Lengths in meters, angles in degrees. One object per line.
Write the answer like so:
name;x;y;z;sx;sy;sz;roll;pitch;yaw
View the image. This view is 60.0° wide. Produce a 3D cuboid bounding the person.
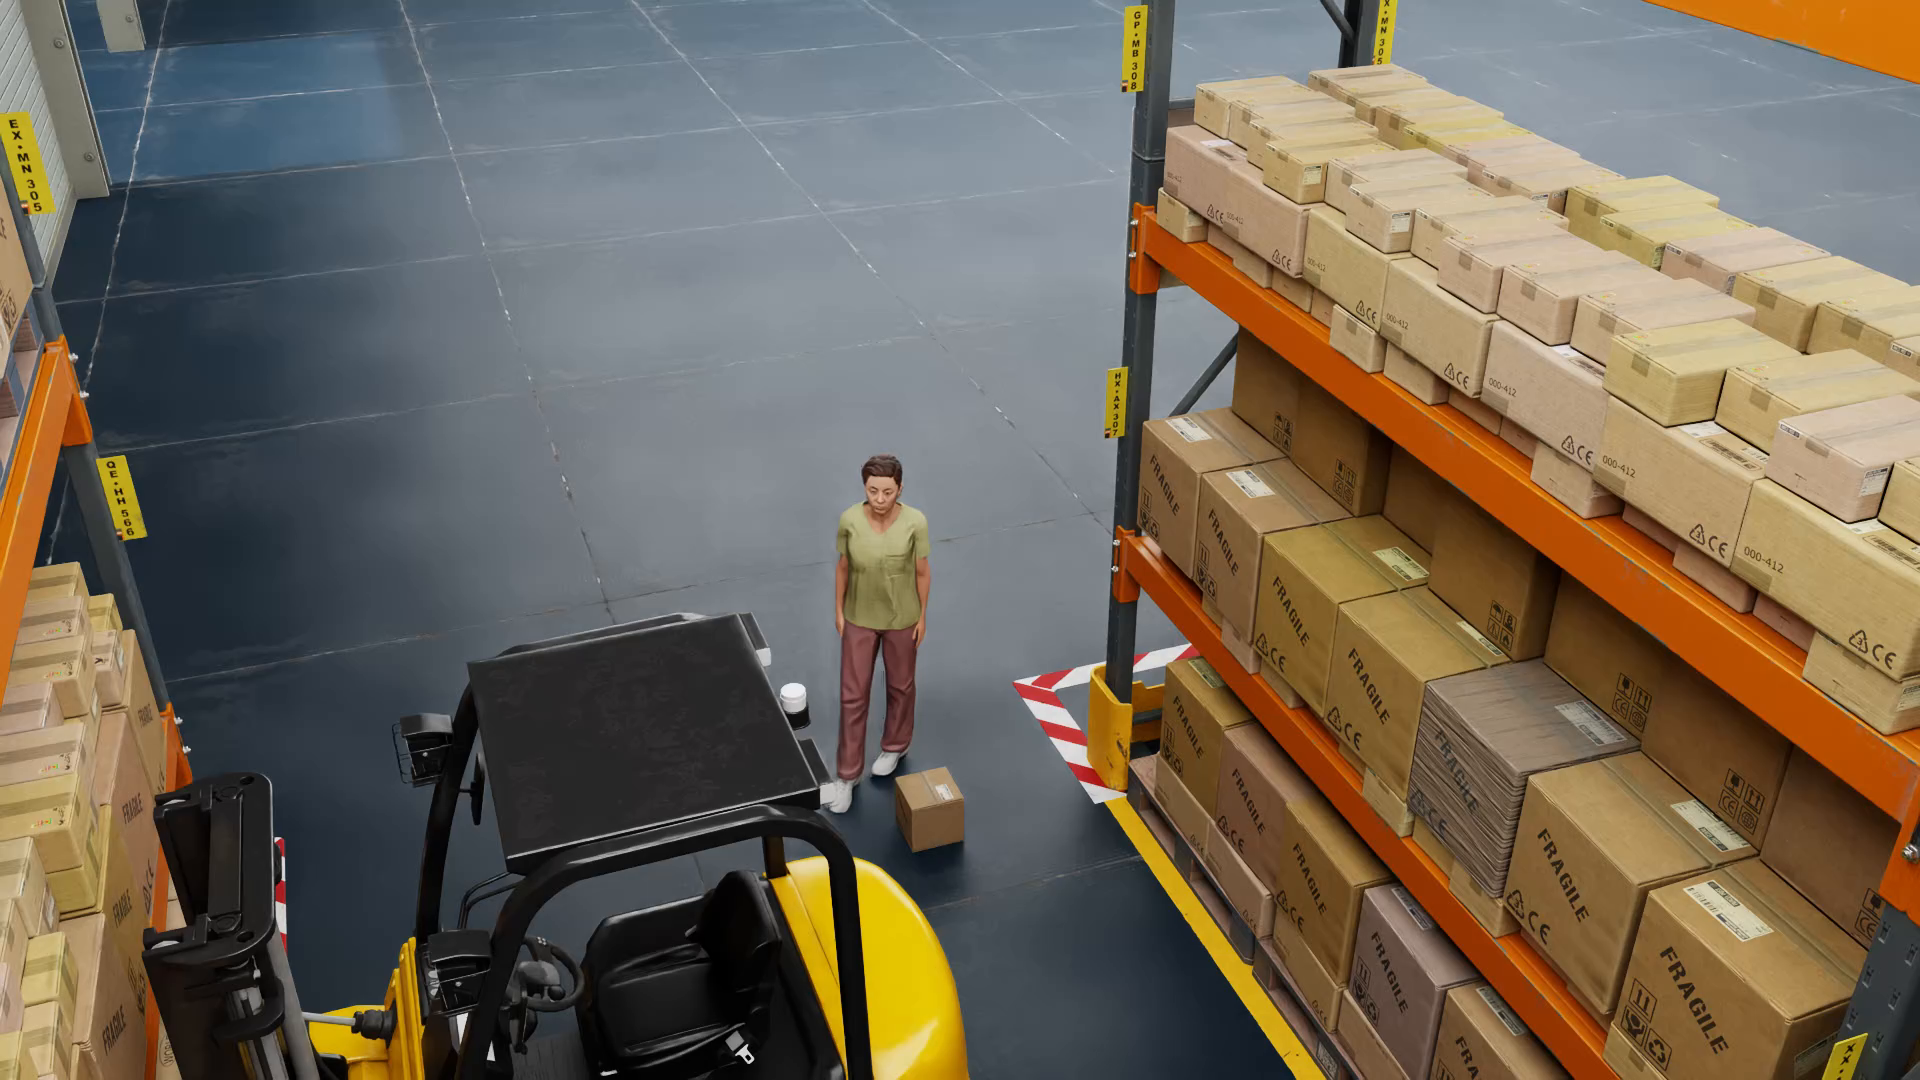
person;-0.373;0.421;7.602;0.464;1.670;0.599;1;30;2
